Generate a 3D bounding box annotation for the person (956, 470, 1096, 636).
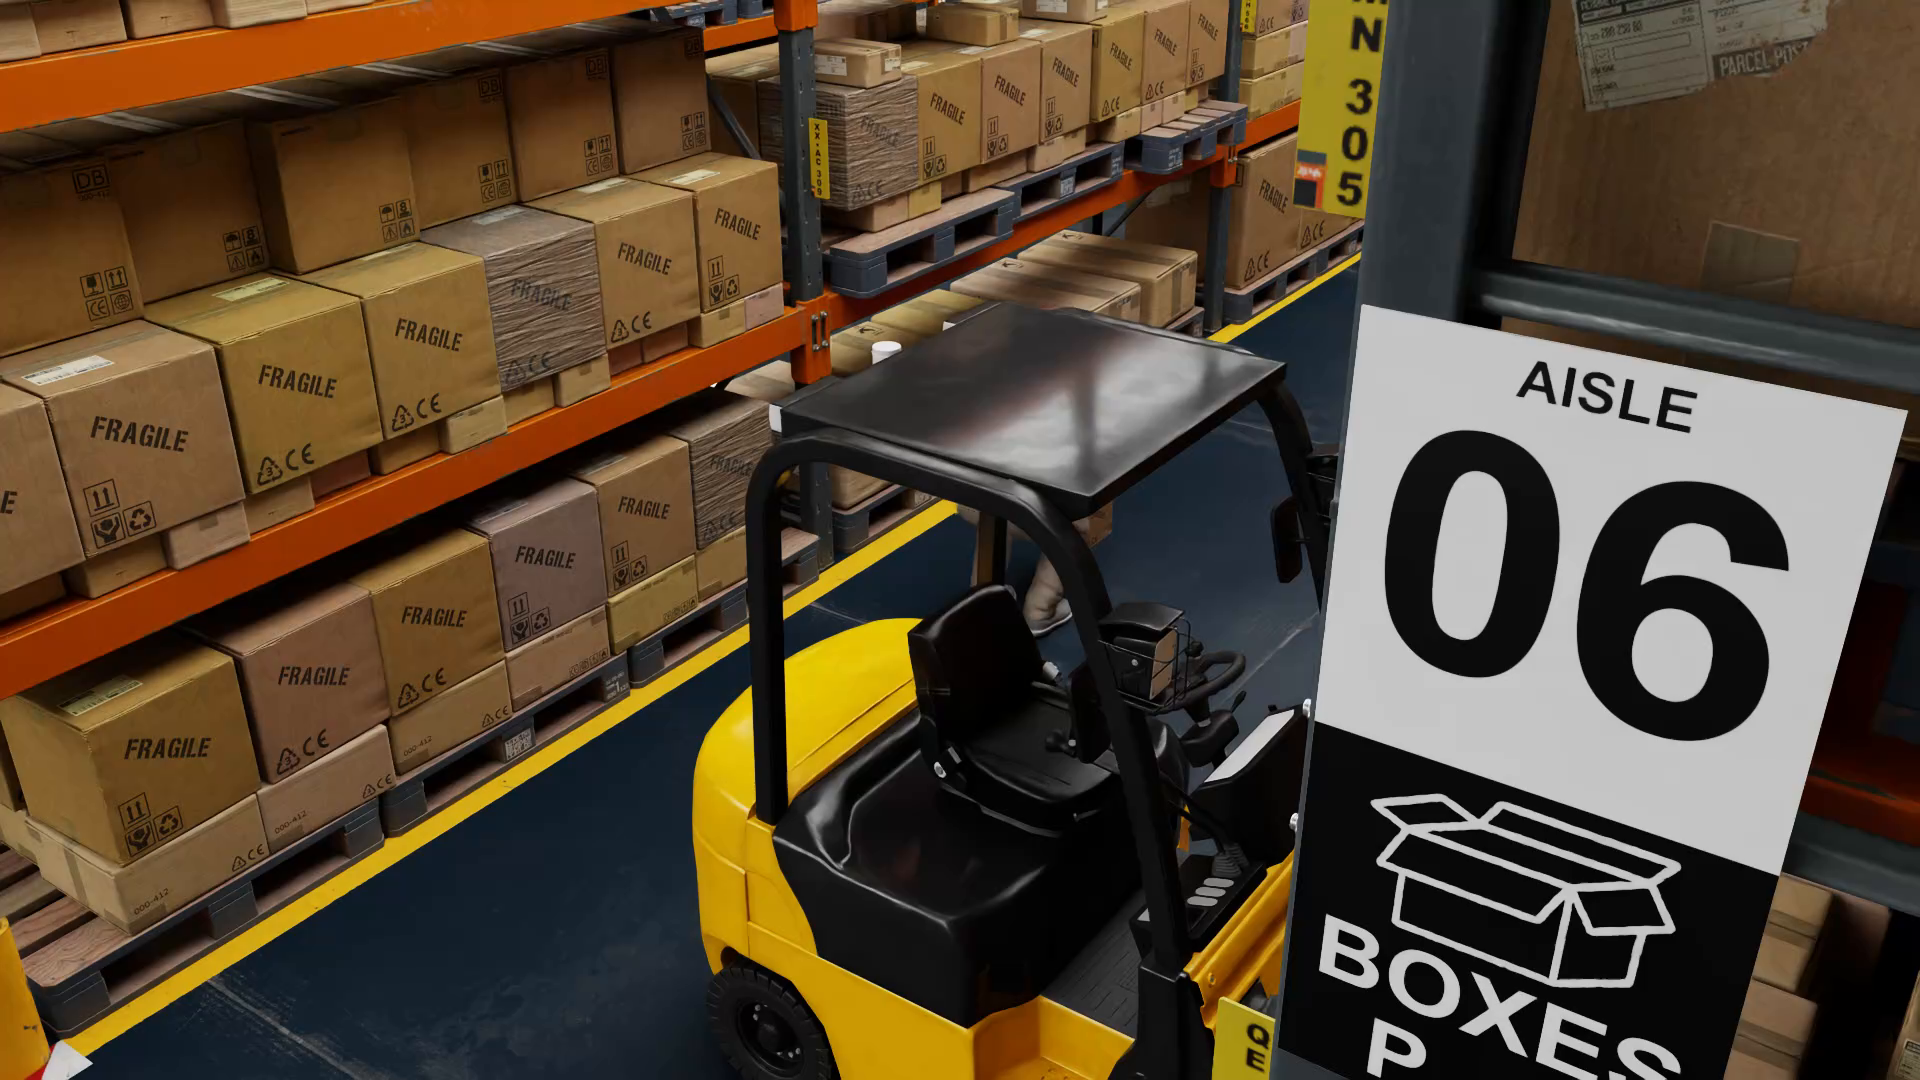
[{"bbox_3d":[0.265,-0.250,7.154,0.587,1.263,0.778,16,31,28],"label":"person"}]
